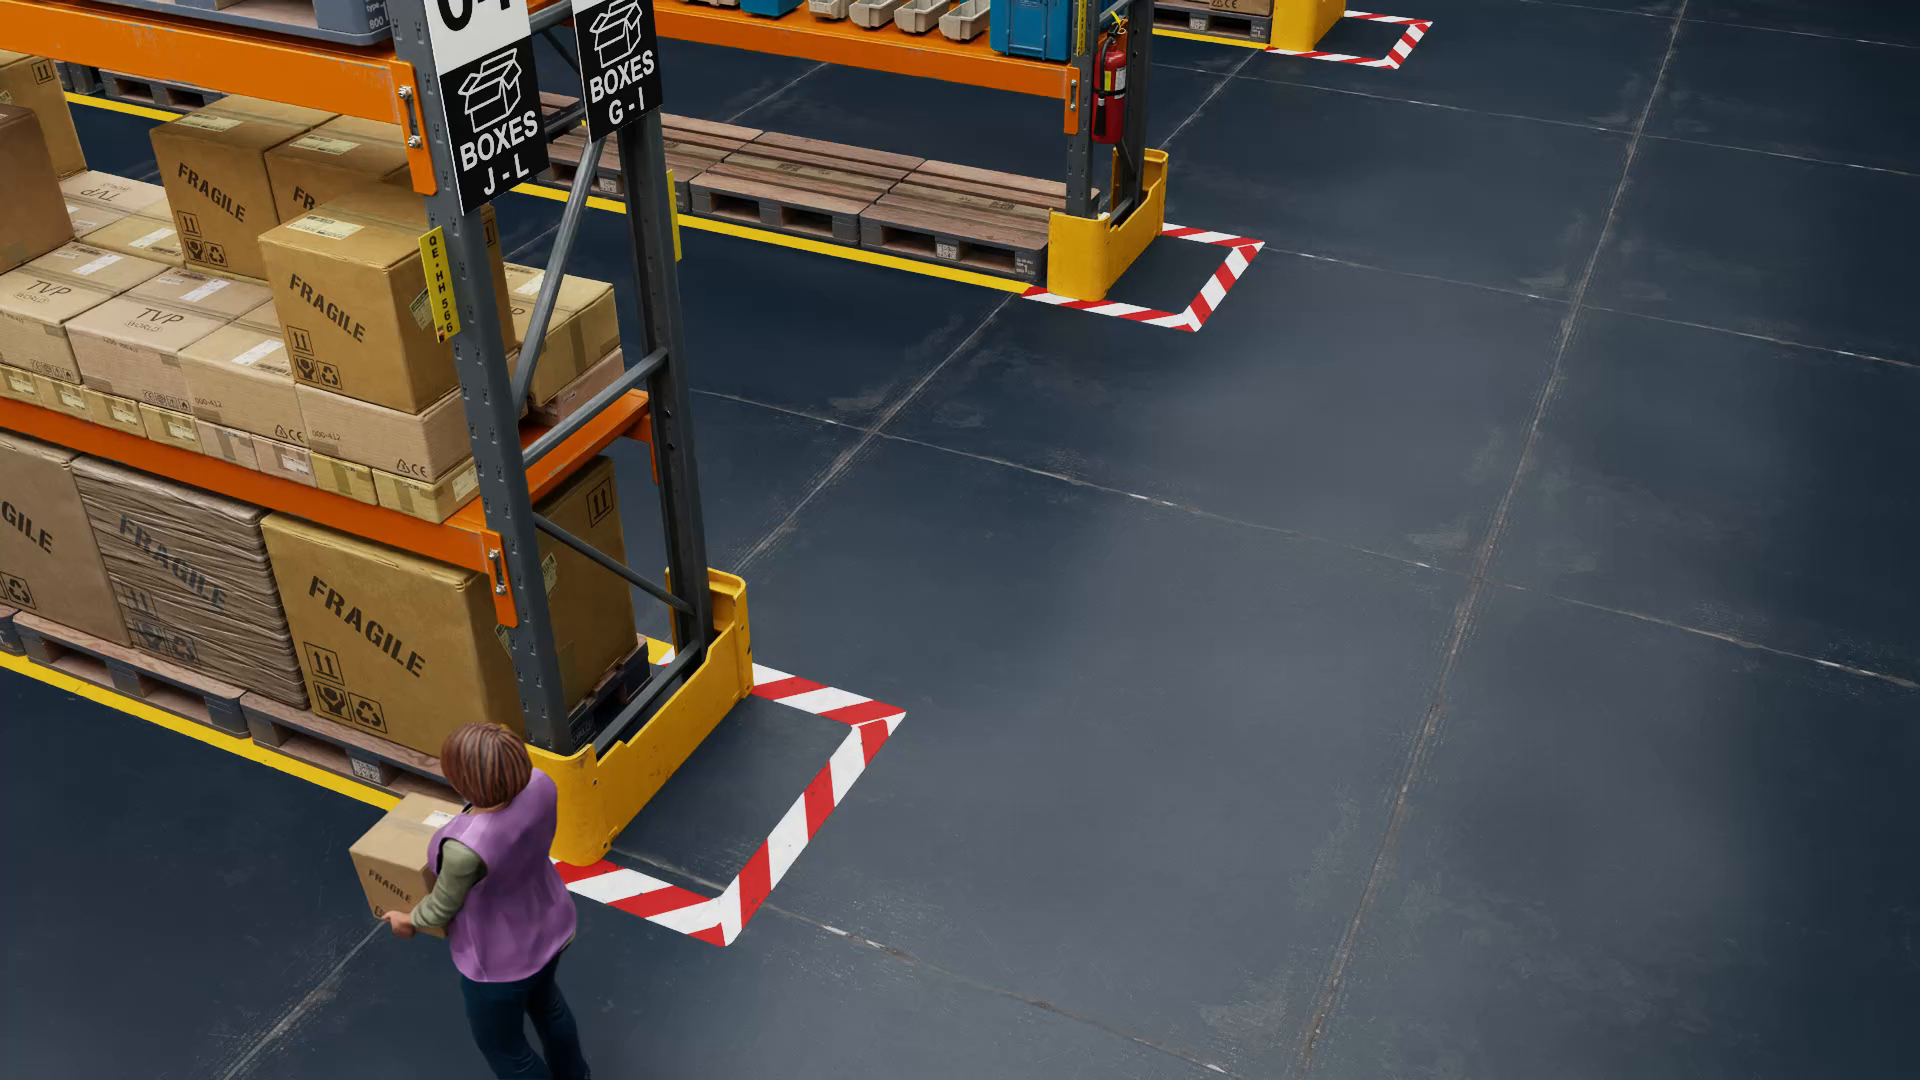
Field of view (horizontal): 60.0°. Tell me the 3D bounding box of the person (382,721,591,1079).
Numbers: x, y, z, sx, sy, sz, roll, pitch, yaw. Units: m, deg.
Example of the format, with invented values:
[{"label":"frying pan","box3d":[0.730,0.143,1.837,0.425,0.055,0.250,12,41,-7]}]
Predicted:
[{"label":"person","box3d":[-1.294,1.077,4.567,0.490,1.589,0.408,15,37,20]}]
